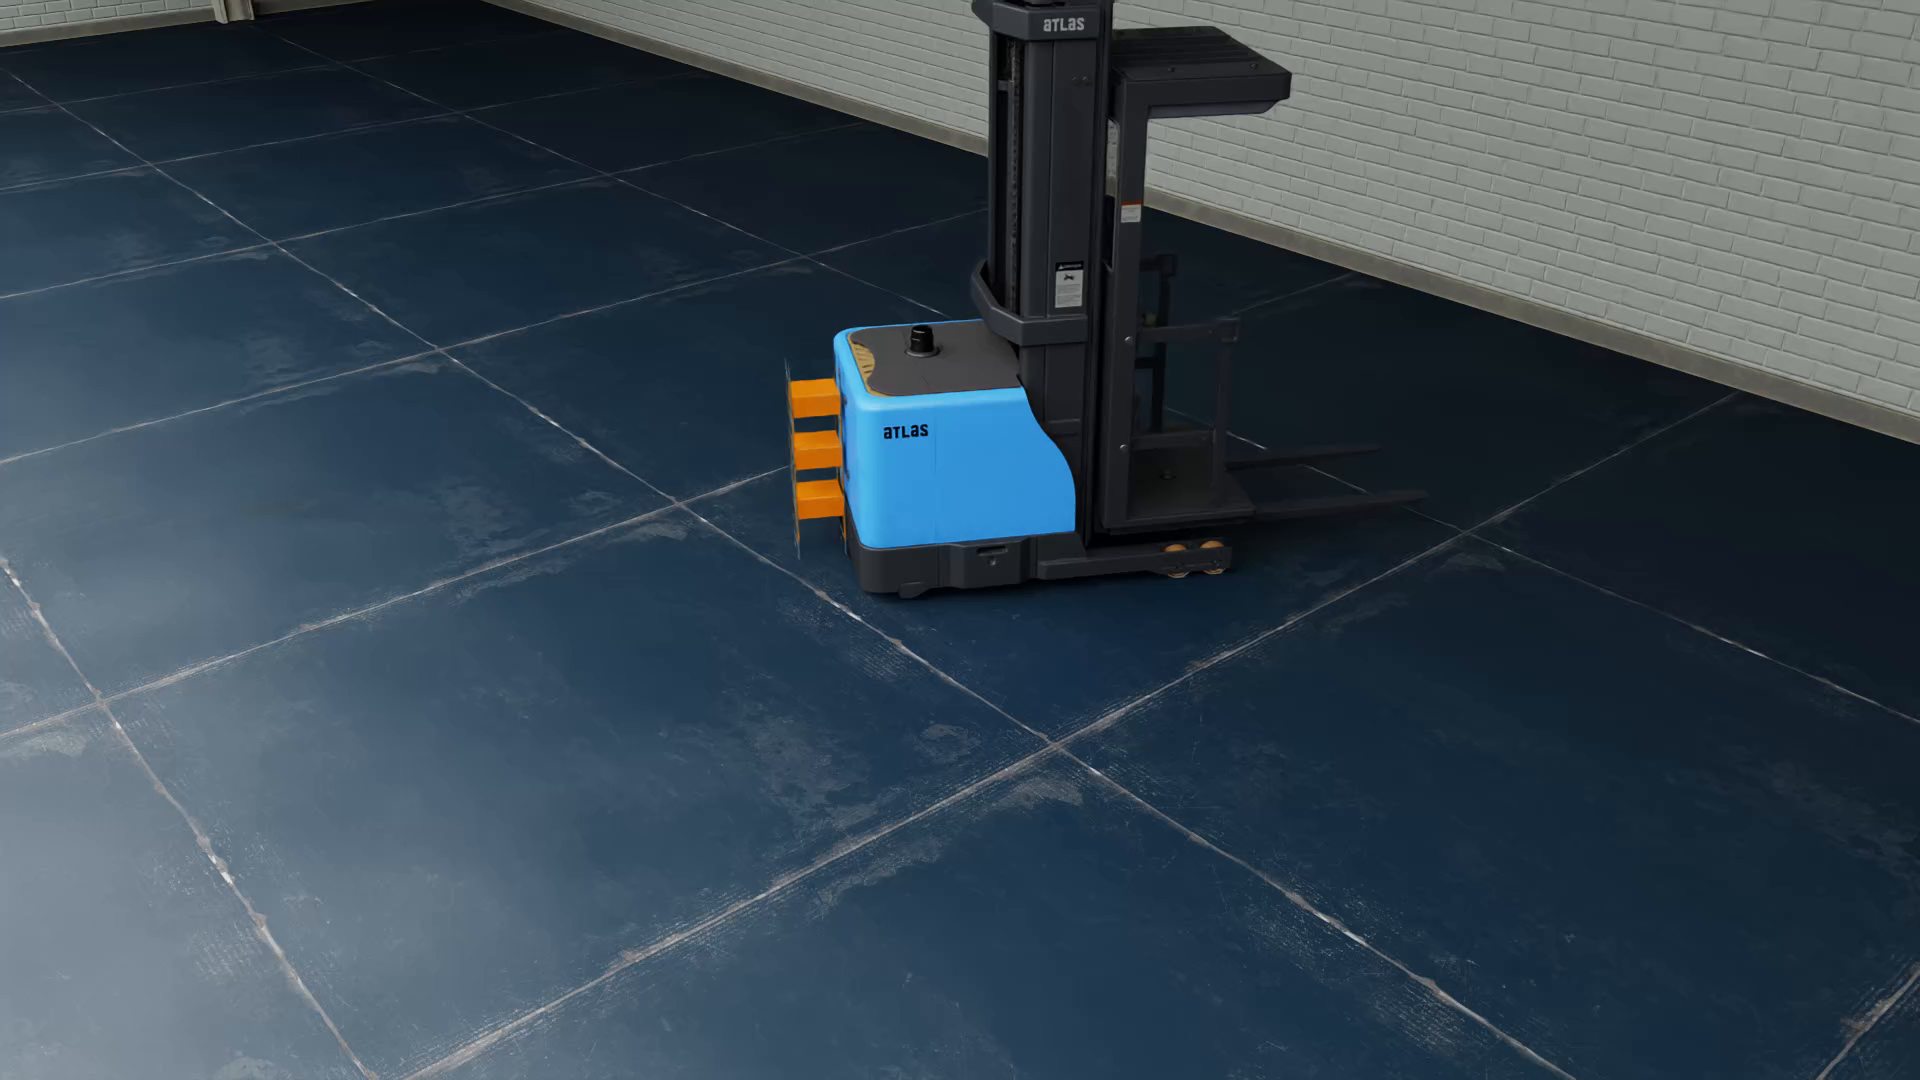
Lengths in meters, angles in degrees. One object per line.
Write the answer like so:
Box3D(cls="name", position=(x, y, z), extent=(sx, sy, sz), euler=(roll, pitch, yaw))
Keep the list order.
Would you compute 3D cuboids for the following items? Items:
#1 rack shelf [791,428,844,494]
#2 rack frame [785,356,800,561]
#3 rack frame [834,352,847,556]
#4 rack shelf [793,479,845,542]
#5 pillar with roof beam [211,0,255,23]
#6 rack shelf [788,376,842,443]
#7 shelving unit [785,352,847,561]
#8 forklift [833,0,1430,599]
Box3D(cls="rack shelf", position=(-0.726, -0.405, 8.416), extent=(0.240, 0.259, 0.215), euler=(-5, 29, -10))
Box3D(cls="rack frame", position=(-0.845, -0.403, 8.391), extent=(0.008, 1.050, 0.200), euler=(-5, 29, -10))
Box3D(cls="rack frame", position=(-0.606, -0.425, 8.432), extent=(0.008, 1.050, 0.200), euler=(-5, 29, -10))
Box3D(cls="rack shelf", position=(-0.726, -0.160, 8.547), extent=(0.240, 0.259, 0.215), euler=(-5, 29, -10))
Box3D(cls="pillar with roof beam", position=(-6.410, -9.034, 16.106), extent=(0.400, 9.000, 9.100), euler=(-22, 35, -35))
Box3D(cls="rack shelf", position=(-0.726, -0.655, 8.283), extent=(0.240, 0.259, 0.215), euler=(-5, 29, -10))
Box3D(cls="shelving unit", position=(-0.726, -0.414, 8.411), extent=(0.252, 1.050, 0.215), euler=(-5, 29, -10))
Box3D(cls="forklift", position=(0.911, -1.340, 8.148), extent=(3.031, 2.935, 1.130), euler=(-5, 29, -10))
